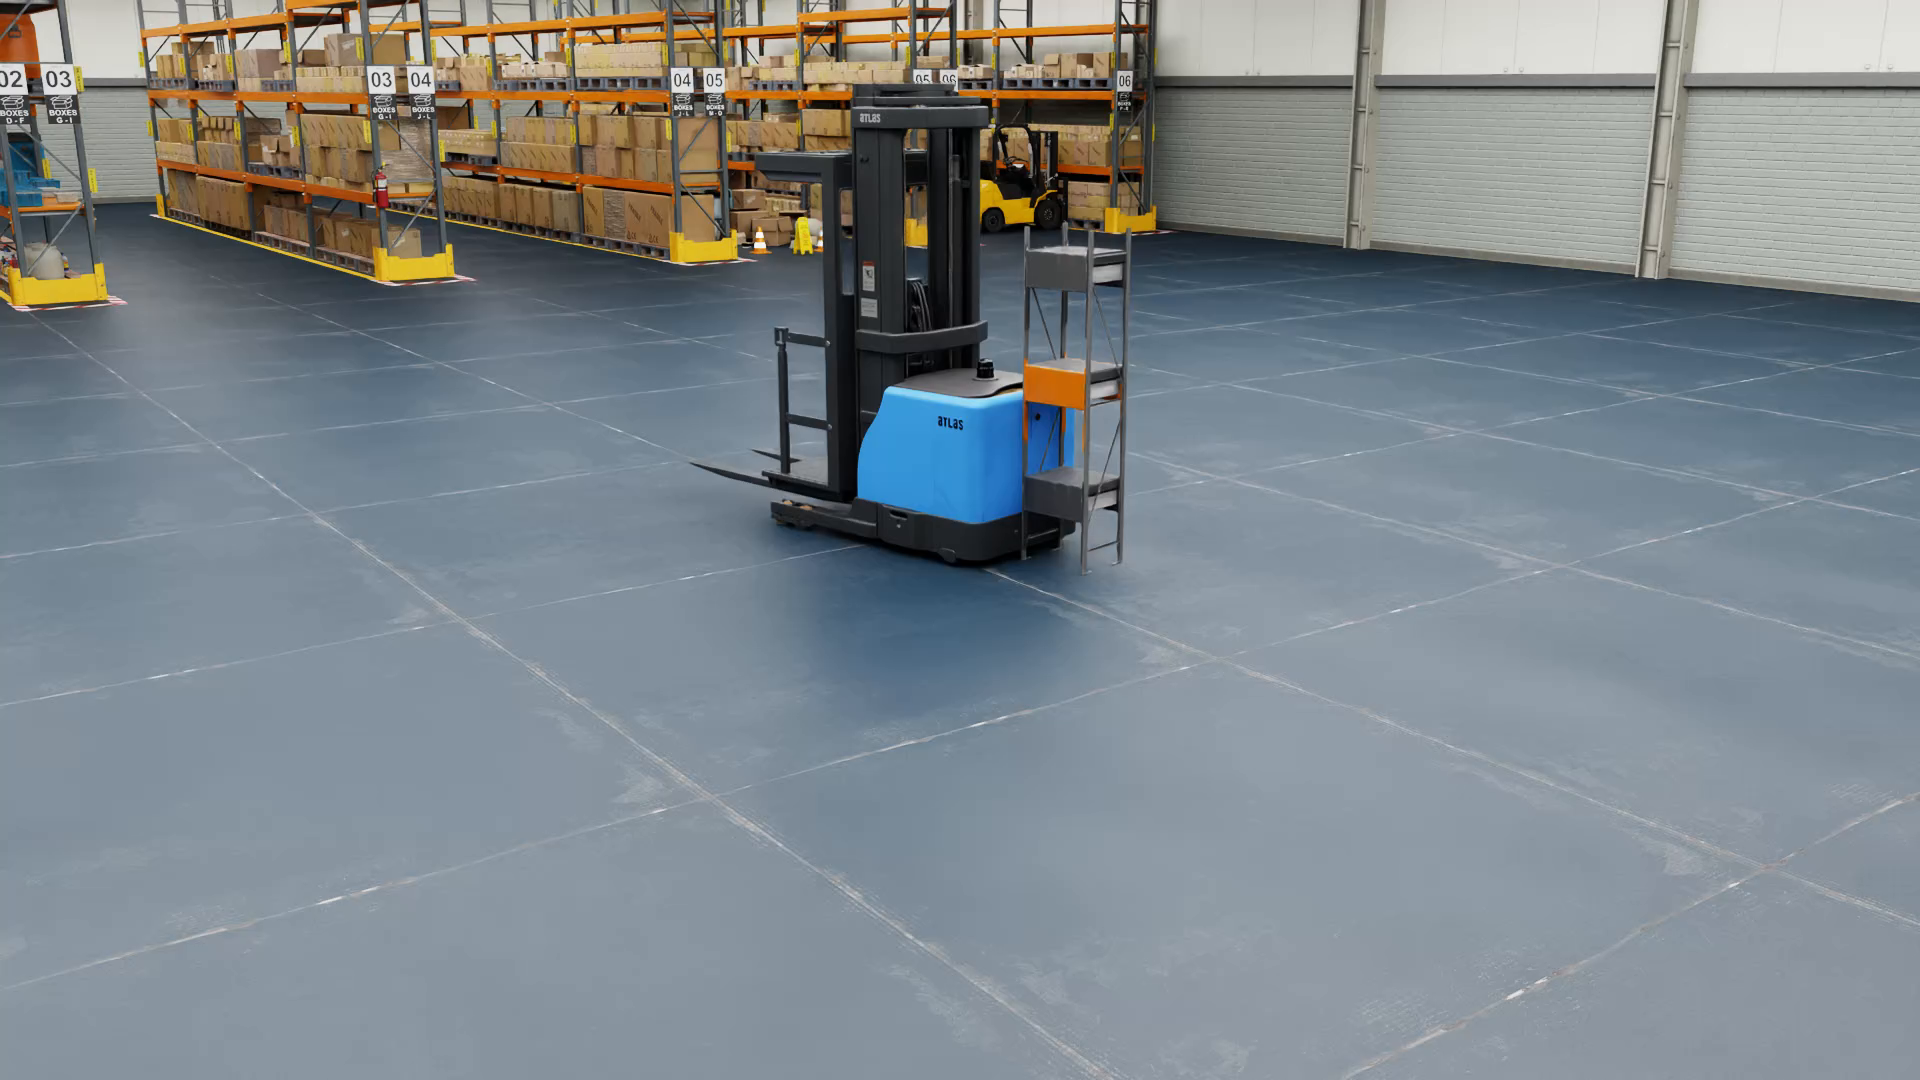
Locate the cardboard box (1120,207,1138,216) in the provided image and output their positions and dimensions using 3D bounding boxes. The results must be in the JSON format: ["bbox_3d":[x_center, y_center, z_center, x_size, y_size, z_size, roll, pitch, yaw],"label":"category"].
[{"bbox_3d":[3.388,-6.870,34.907,0.500,0.250,0.500,-11,19,-34],"label":"cardboard box"}]

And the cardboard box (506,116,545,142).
[{"bbox_3d":[-8.887,-8.438,34.142,0.700,0.500,0.500,-11,19,-35],"label":"cardboard box"}]

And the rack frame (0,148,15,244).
[{"bbox_3d":[-17.220,-6.488,29.100,1.000,3.000,0.127,-11,19,-35],"label":"rack frame"}]

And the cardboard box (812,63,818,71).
[{"bbox_3d":[-2.749,-9.482,33.323,0.380,0.149,0.250,-10,18,-33],"label":"cardboard box"}]

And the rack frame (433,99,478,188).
[{"bbox_3d":[-11.495,-8.860,37.764,1.000,3.000,0.127,-11,19,-35],"label":"rack frame"}]

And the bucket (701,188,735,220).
[{"bbox_3d":[-4.846,-6.634,32.955,0.726,0.611,0.620,-4,6,-15],"label":"bucket"}]

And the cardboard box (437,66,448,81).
[{"bbox_3d":[-11.147,-10.245,36.518,0.500,0.311,0.500,-11,19,-35],"label":"cardboard box"}]

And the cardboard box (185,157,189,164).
[{"bbox_3d":[-16.313,-8.114,35.516,0.380,0.149,0.250,-11,19,-35],"label":"cardboard box"}]

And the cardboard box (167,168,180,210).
[{"bbox_3d":[-17.477,-8.019,37.922,0.875,0.875,0.875,-11,19,-35],"label":"cardboard box"}]

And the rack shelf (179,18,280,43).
[{"bbox_3d":[-14.390,-10.038,32.825,1.077,0.370,4.000,-11,19,-35],"label":"rack shelf"}]

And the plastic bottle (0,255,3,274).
[{"bbox_3d":[-14.159,-4.090,24.665,0.152,0.276,0.135,-11,19,-36],"label":"plastic bottle"}]

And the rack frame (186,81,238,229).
[{"bbox_3d":[-15.566,-8.111,35.030,1.000,3.000,0.127,-11,19,-35],"label":"rack frame"}]

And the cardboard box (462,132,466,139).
[{"bbox_3d":[-10.398,-8.626,35.464,0.380,0.149,0.250,-11,19,-35],"label":"cardboard box"}]

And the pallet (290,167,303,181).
[{"bbox_3d":[-11.194,-6.496,29.492,1.003,0.211,1.213,-11,19,-35],"label":"pallet"}]

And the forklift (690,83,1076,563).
[{"bbox_3d":[-0.664,-1.573,11.271,3.031,2.935,1.130,13,20,40],"label":"forklift"}]

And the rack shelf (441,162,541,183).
[{"bbox_3d":[-10.319,-8.085,36.298,1.077,0.370,4.000,-11,19,-35],"label":"rack shelf"}]

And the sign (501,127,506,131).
[{"bbox_3d":[-13.311,-11.840,48.141,0.327,0.218,0.001,-11,19,-35],"label":"sign"}]

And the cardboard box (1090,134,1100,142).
[{"bbox_3d":[2.914,-8.300,34.301,0.380,0.149,0.250,-11,18,-34],"label":"cardboard box"}]

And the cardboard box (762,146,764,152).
[{"bbox_3d":[-4.032,-8.382,35.699,0.380,0.149,0.250,-12,19,-36],"label":"cardboard box"}]

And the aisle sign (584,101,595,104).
[{"bbox_3d":[-9.693,-11.821,43.659,0.394,0.787,0.004,-11,19,-35],"label":"aisle sign"}]

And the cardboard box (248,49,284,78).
[{"bbox_3d":[-12.549,-8.638,30.135,0.500,0.500,0.500,-12,19,-36],"label":"cardboard box"}]

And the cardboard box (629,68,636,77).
[{"bbox_3d":[-5.507,-8.109,28.832,0.380,0.149,0.250,-11,19,-35],"label":"cardboard box"}]

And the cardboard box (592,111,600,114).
[{"bbox_3d":[-8.938,-10.563,41.904,0.500,0.500,0.500,-11,19,-34],"label":"cardboard box"}]

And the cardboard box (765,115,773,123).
[{"bbox_3d":[-3.896,-8.912,35.178,0.380,0.149,0.250,-12,19,-37],"label":"cardboard box"}]

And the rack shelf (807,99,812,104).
[{"bbox_3d":[-2.361,-11.093,41.606,1.077,0.370,4.000,-11,19,-35],"label":"rack shelf"}]

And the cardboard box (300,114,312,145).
[{"bbox_3d":[-10.803,-6.941,28.108,0.500,0.500,0.500,-11,19,-35],"label":"cardboard box"}]

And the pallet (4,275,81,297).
[{"bbox_3d":[-13.073,-3.618,23.896,1.003,0.211,1.213,-11,19,-35],"label":"pallet"}]

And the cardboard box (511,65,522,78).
[{"bbox_3d":[-8.600,-9.335,33.118,0.500,0.250,0.500,-10,18,-33],"label":"cardboard box"}]

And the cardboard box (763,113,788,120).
[{"bbox_3d":[-4.958,-11.249,44.793,0.500,0.500,0.500,-10,18,-33],"label":"cardboard box"}]

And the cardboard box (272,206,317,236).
[{"bbox_3d":[-12.467,-6.007,31.244,0.700,0.500,0.500,-13,20,-39],"label":"cardboard box"}]

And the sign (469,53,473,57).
[{"bbox_3d":[-11.048,-10.833,37.565,0.100,0.325,0.005,-11,19,-35],"label":"sign"}]

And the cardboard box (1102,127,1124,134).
[{"bbox_3d":[3.137,-8.407,34.127,0.380,0.149,0.250,-11,19,-34],"label":"cardboard box"}]

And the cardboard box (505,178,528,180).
[{"bbox_3d":[-9.650,-7.657,35.889,0.500,0.250,0.500,-11,19,-35],"label":"cardboard box"}]

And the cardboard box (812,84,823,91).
[{"bbox_3d":[-2.755,-9.097,33.426,0.380,0.149,0.250,-11,19,-34],"label":"cardboard box"}]

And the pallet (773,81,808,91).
[{"bbox_3d":[-3.123,-9.446,34.579,1.213,0.211,1.003,-11,19,-35],"label":"pallet"}]

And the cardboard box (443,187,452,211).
[{"bbox_3d":[-11.275,-7.657,37.311,0.500,0.500,0.500,-10,18,-32],"label":"cardboard box"}]

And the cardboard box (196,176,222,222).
[{"bbox_3d":[-15.173,-7.155,34.767,1.225,0.875,0.875,-11,19,-34],"label":"cardboard box"}]

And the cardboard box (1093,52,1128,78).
[{"bbox_3d":[3.061,-9.661,33.835,0.500,0.500,0.500,-10,18,-33],"label":"cardboard box"}]

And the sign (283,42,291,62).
[{"bbox_3d":[-11.309,-8.202,27.954,0.100,0.325,0.005,-11,19,-35],"label":"sign"}]

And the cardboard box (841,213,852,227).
[{"bbox_3d":[-2.081,-6.424,33.280,0.500,0.250,0.500,-11,19,-35],"label":"cardboard box"}]

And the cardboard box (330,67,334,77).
[{"bbox_3d":[-9.809,-7.471,26.538,0.380,0.149,0.250,-12,19,-37],"label":"cardboard box"}]

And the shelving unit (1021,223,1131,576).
[{"bbox_3d":[0.709,-0.872,10.286,0.503,2.100,0.431,13,20,40],"label":"shelving unit"}]

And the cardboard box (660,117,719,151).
[{"bbox_3d":[-4.626,-6.976,28.551,0.875,0.550,0.550,-11,19,-35],"label":"cardboard box"}]

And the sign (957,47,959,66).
[{"bbox_3d":[-0.055,-9.040,31.084,0.100,0.325,0.005,-11,19,-35],"label":"sign"}]

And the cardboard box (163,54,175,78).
[{"bbox_3d":[-16.992,-10.367,36.414,0.700,0.500,0.500,-12,20,-38],"label":"cardboard box"}]

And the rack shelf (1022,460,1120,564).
[{"bbox_3d":[0.709,-0.184,10.474,0.480,0.518,0.431,13,20,40],"label":"rack shelf"}]

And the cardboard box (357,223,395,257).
[{"bbox_3d":[-9.596,-4.941,27.385,0.500,0.500,0.500,-9,18,-29],"label":"cardboard box"}]

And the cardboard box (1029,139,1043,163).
[{"bbox_3d":[1.835,-8.409,35.927,0.500,0.500,0.500,-11,19,-35],"label":"cardboard box"}]

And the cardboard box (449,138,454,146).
[{"bbox_3d":[-10.859,-8.649,36.113,0.380,0.149,0.250,-11,19,-35],"label":"cardboard box"}]

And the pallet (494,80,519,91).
[{"bbox_3d":[-8.721,-9.232,33.800,1.213,0.211,1.003,-10,18,-32],"label":"pallet"}]

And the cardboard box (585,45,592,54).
[{"bbox_3d":[-6.552,-8.873,30.113,0.380,0.149,0.250,-11,19,-35],"label":"cardboard box"}]
